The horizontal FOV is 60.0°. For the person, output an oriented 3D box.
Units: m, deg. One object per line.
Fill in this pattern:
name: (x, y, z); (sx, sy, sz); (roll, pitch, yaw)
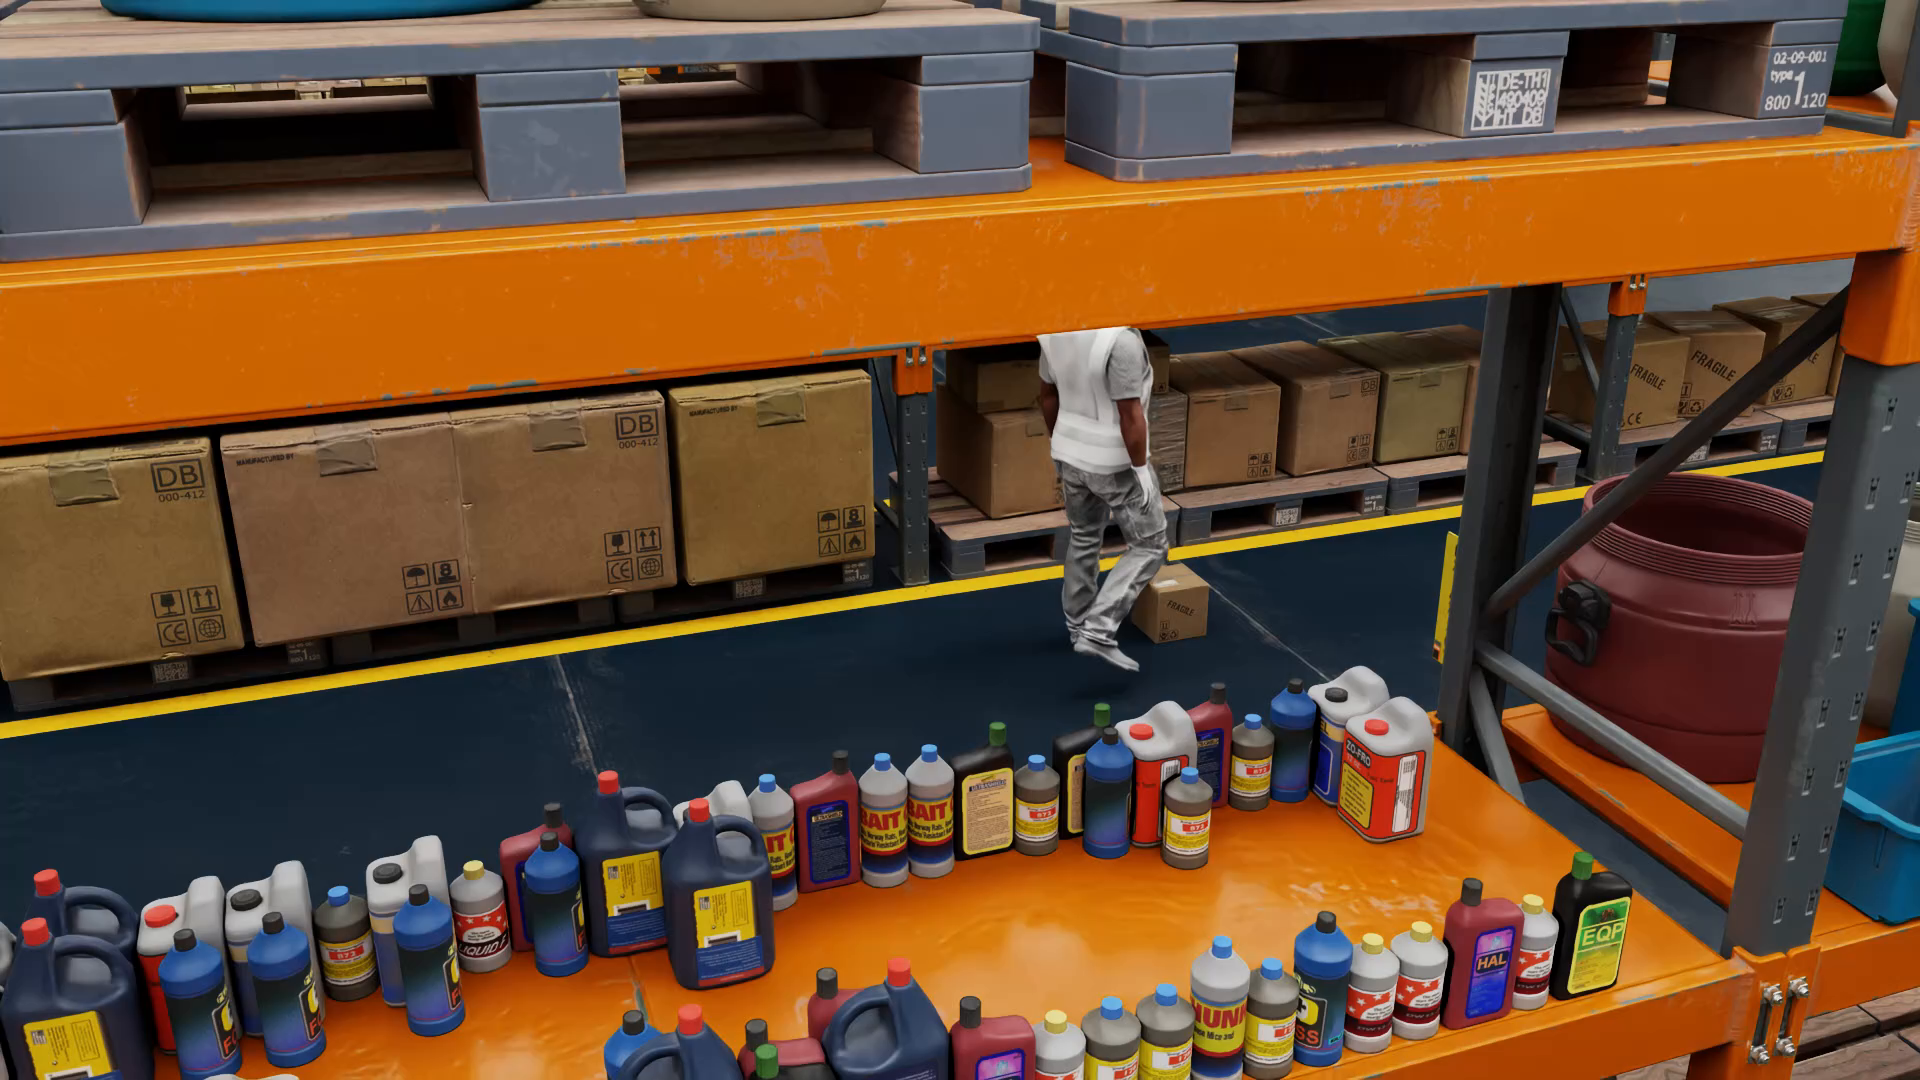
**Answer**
person: (0.584, -0.331, 6.812); (0.580, 1.786, 0.641); (-18, 28, -37)
